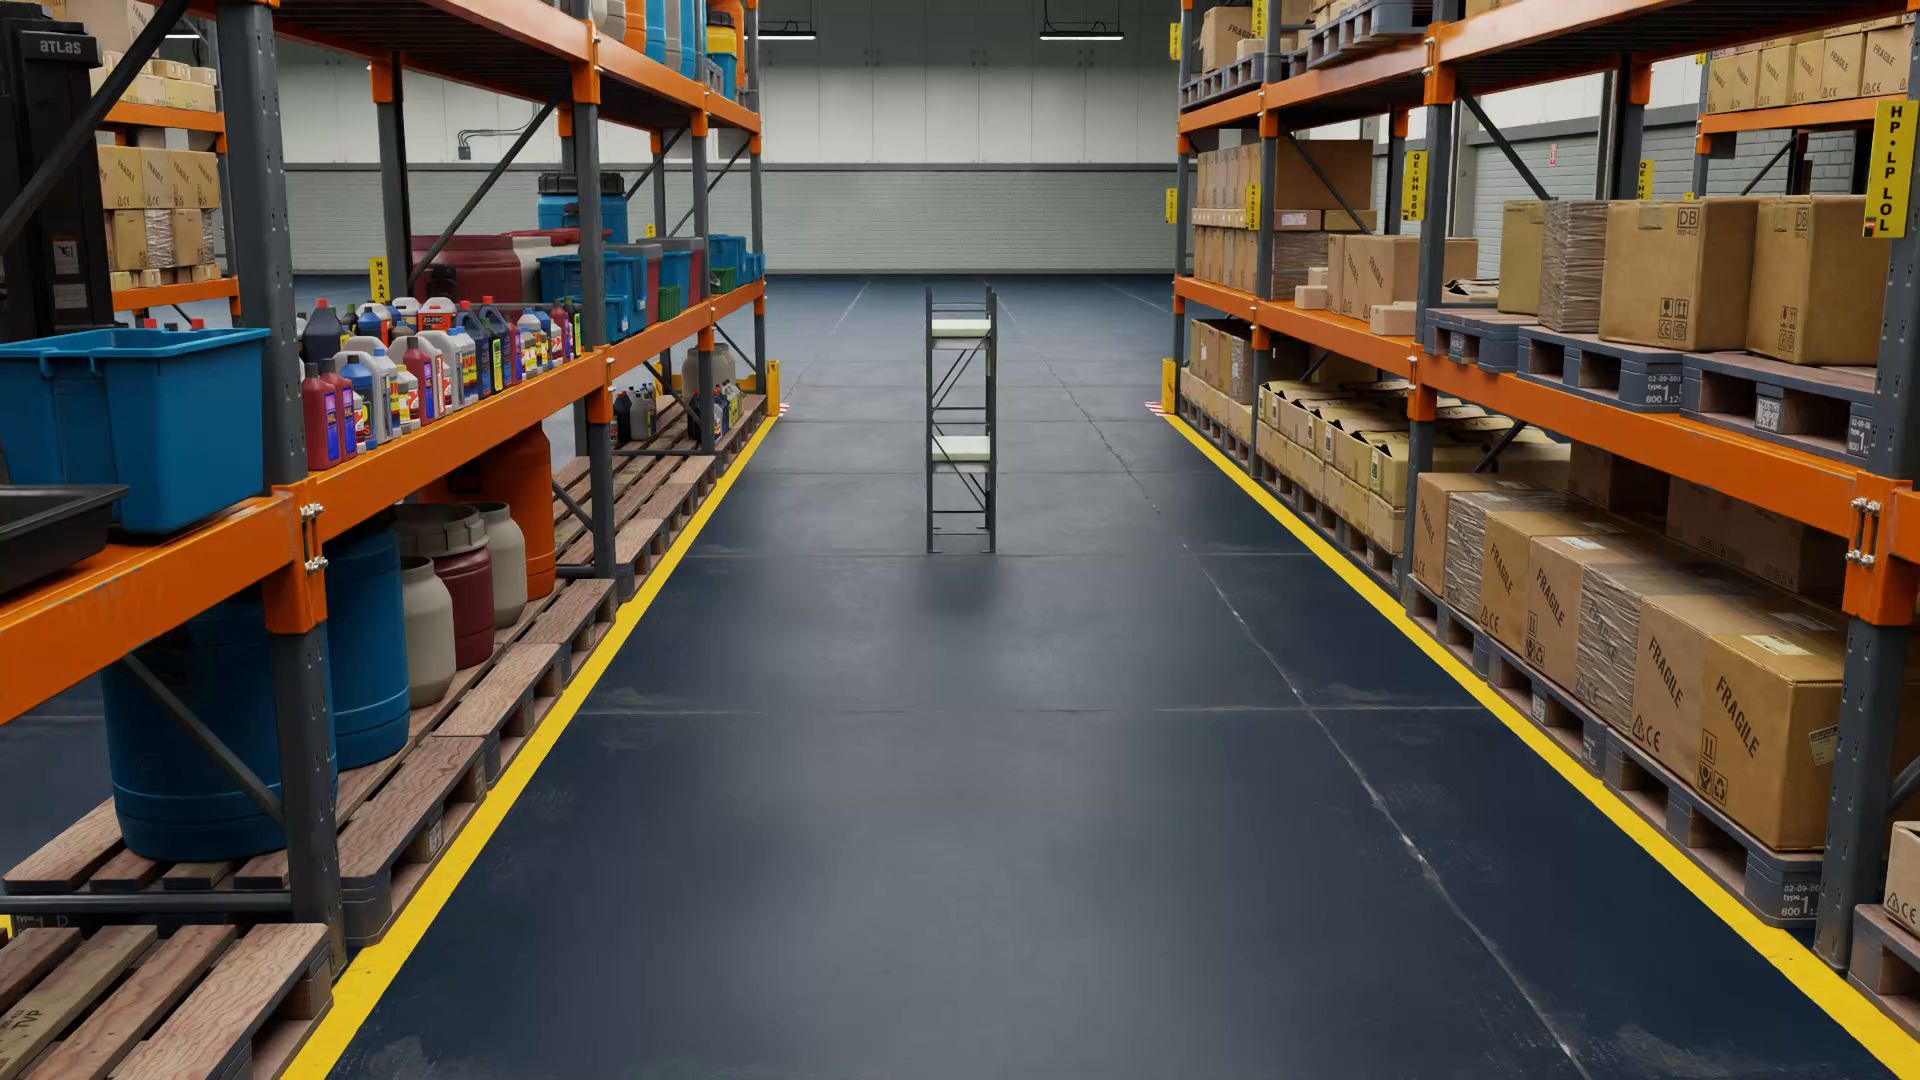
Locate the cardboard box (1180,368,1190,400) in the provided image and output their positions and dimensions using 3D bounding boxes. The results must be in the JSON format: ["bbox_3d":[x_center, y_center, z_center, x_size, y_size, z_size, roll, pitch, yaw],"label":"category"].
[{"bbox_3d":[2.358,-1.473,15.633,0.500,0.250,0.500,0,11,-1],"label":"cardboard box"}]

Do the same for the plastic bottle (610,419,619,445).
[{"bbox_3d":[-2.619,-0.822,12.499,0.097,0.201,0.097,0,11,0],"label":"plastic bottle"}]

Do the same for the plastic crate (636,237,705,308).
[{"bbox_3d":[-1.984,-1.843,11.441,0.402,0.464,0.583,0,11,-1],"label":"plastic crate"}]

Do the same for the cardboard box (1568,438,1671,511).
[{"bbox_3d":[2.994,-0.294,7.256,0.500,0.250,0.500,0,11,1],"label":"cardboard box"}]

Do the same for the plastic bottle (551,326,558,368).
[{"bbox_3d":[-1.792,-0.848,7.193,0.097,0.201,0.097,0,11,0],"label":"plastic bottle"}]

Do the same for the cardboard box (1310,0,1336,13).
[{"bbox_3d":[2.625,-3.774,11.007,0.500,0.500,0.500,0,11,0],"label":"cardboard box"}]

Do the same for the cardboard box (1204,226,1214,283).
[{"bbox_3d":[2.582,-2.574,14.949,0.700,0.500,0.500,0,11,0],"label":"cardboard box"}]

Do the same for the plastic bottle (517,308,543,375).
[{"bbox_3d":[-1.786,-0.824,6.900,0.097,0.271,0.097,0,11,0],"label":"plastic bottle"}]

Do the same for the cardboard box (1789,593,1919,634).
[{"bbox_3d":[3.029,0.470,5.379,0.500,0.500,0.500,0,11,0],"label":"cardboard box"}]

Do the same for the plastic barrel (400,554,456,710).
[{"bbox_3d":[-2.066,0.335,6.064,0.421,0.512,0.421,0,11,0],"label":"plastic barrel"}]

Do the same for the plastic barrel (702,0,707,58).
[{"bbox_3d":[-2.214,-4.027,12.503,0.600,0.901,0.708,0,11,-1],"label":"plastic barrel"}]

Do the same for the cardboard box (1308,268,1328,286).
[{"bbox_3d":[2.706,-1.756,11.545,0.500,0.250,0.500,0,11,2],"label":"cardboard box"}]

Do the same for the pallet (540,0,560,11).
[{"bbox_3d":[-2.300,-2.337,6.965,1.003,0.211,1.213,0,11,-1],"label":"pallet"}]

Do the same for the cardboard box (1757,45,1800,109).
[{"bbox_3d":[7.269,-3.994,14.357,0.500,0.500,0.500,0,11,1],"label":"cardboard box"}]

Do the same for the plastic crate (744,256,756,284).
[{"bbox_3d":[-2.066,-2.402,14.728,0.499,0.251,0.408,0,11,-1],"label":"plastic crate"}]

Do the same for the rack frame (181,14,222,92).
[{"bbox_3d":[-7.335,-5.622,15.138,1.000,3.000,0.127,0,11,-1],"label":"rack frame"}]

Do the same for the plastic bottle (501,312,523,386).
[{"bbox_3d":[-1.759,-0.749,6.500,0.061,0.283,0.133,0,11,-1],"label":"plastic bottle"}]

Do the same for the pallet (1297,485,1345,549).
[{"bbox_3d":[2.735,-0.171,10.370,1.003,0.211,1.213,0,11,-1],"label":"pallet"}]

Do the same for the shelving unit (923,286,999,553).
[{"bbox_3d":[0.000,-0.736,9.917,0.431,1.500,0.755,0,11,-1],"label":"shelving unit"}]

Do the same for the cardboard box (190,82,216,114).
[{"bbox_3d":[-7.071,-3.984,14.984,0.500,0.250,0.500,0,11,0],"label":"cardboard box"}]

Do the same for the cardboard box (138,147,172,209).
[{"bbox_3d":[-7.052,-3.060,14.082,0.500,0.500,0.500,0,11,-1],"label":"cardboard box"}]

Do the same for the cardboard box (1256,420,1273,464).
[{"bbox_3d":[2.413,-0.704,11.843,0.500,0.250,0.500,-1,11,-3],"label":"cardboard box"}]

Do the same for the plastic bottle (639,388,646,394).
[{"bbox_3d":[-2.648,-1.131,13.845,0.097,0.271,0.097,0,11,0],"label":"plastic bottle"}]

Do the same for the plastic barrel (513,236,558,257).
[{"bbox_3d":[-2.461,-1.454,9.401,0.421,0.512,0.421,0,11,0],"label":"plastic barrel"}]

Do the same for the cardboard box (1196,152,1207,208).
[{"bbox_3d":[2.567,-3.303,15.283,0.700,0.500,0.500,0,11,-1],"label":"cardboard box"}]

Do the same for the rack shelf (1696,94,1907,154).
[{"bbox_3d":[7.563,-3.463,13.849,1.077,0.370,4.000,0,11,-1],"label":"rack shelf"}]

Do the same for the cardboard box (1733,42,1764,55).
[{"bbox_3d":[7.247,-4.584,14.751,0.500,0.500,0.500,0,11,-2],"label":"cardboard box"}]

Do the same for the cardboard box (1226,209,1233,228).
[{"bbox_3d":[2.399,-2.652,13.704,0.380,0.149,0.250,0,11,1],"label":"cardboard box"}]

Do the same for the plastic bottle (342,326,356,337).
[{"bbox_3d":[-2.544,-0.786,6.887,0.097,0.201,0.097,0,11,0],"label":"plastic bottle"}]

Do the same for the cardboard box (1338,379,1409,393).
[{"bbox_3d":[2.947,-0.980,11.797,0.500,0.311,0.500,0,11,-1],"label":"cardboard box"}]

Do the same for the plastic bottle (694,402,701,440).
[{"bbox_3d":[-2.009,-0.920,12.776,0.061,0.283,0.133,0,11,-1],"label":"plastic bottle"}]

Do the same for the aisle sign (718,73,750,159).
[{"bbox_3d":[-2.087,-3.992,15.653,0.394,0.787,0.004,0,11,-1],"label":"aisle sign"}]

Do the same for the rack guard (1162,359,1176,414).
[{"bbox_3d":[2.569,-1.502,16.203,1.175,0.500,0.348,0,11,-1],"label":"rack guard"}]

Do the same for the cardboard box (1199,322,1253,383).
[{"bbox_3d":[2.394,-1.641,14.579,0.500,0.500,0.500,0,11,-1],"label":"cardboard box"}]

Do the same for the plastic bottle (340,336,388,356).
[{"bbox_3d":[-1.935,-0.533,5.454,0.152,0.276,0.135,0,11,-1],"label":"plastic bottle"}]

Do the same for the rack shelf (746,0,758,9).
[{"bbox_3d":[-2.342,-4.696,13.390,1.077,0.370,4.000,0,11,-1],"label":"rack shelf"}]

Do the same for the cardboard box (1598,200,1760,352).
[{"bbox_3d":[2.719,-0.942,5.851,0.700,0.500,0.500,-3,12,-16],"label":"cardboard box"}]

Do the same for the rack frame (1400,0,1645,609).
[{"bbox_3d":[2.735,-1.132,8.092,1.000,3.000,0.127,0,11,-1],"label":"rack frame"}]

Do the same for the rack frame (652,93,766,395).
[{"bbox_3d":[-2.383,-2.702,15.834,1.000,3.000,0.127,0,11,-1],"label":"rack frame"}]

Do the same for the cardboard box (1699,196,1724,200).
[{"bbox_3d":[7.231,-2.951,15.500,0.500,0.500,0.500,0,11,-1],"label":"cardboard box"}]

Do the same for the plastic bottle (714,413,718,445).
[{"bbox_3d":[-1.869,-0.851,12.464,0.097,0.271,0.097,0,11,0],"label":"plastic bottle"}]

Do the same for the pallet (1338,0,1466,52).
[{"bbox_3d":[2.631,-2.644,8.476,1.213,0.211,1.003,0,11,1],"label":"pallet"}]

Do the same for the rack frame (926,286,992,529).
[{"bbox_3d":[-0.008,-0.809,10.275,0.400,1.500,0.023,0,11,-1],"label":"rack frame"}]

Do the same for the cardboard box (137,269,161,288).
[{"bbox_3d":[-6.986,-2.205,14.016,0.380,0.149,0.250,0,11,-1],"label":"cardboard box"}]

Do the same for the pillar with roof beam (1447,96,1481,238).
[{"bbox_3d":[3.849,-7.915,26.441,9.100,9.000,0.400,0,11,-1],"label":"pillar with roof beam"}]

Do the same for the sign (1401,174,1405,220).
[{"bbox_3d":[3.194,-2.460,11.925,0.100,0.325,0.005,0,11,-1],"label":"sign"}]

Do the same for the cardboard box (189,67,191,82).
[{"bbox_3d":[-7.129,-4.168,14.888,0.380,0.149,0.250,-1,11,-3],"label":"cardboard box"}]

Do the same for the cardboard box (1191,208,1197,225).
[{"bbox_3d":[2.362,-3.010,15.468,0.380,0.149,0.250,0,11,-2],"label":"cardboard box"}]

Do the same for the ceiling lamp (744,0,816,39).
[{"bbox_3d":[-4.437,-13.553,39.549,2.000,3.185,0.800,0,11,-1],"label":"ceiling lamp"}]

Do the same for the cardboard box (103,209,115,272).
[{"bbox_3d":[-7.286,-2.370,13.196,0.875,0.500,0.500,0,11,-1],"label":"cardboard box"}]

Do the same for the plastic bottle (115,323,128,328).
[{"bbox_3d":[-2.481,-0.474,4.975,0.144,0.351,0.185,0,11,-1],"label":"plastic bottle"}]

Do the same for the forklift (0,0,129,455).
[{"bbox_3d":[-5.018,-1.100,8.108,3.031,2.935,1.130,-11,16,-44],"label":"forklift"}]

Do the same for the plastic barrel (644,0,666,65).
[{"bbox_3d":[-2.046,-3.263,9.791,0.600,0.901,0.708,0,11,-1],"label":"plastic barrel"}]

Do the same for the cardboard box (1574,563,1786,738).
[{"bbox_3d":[2.509,0.378,5.832,0.500,0.500,0.500,0,11,0],"label":"cardboard box"}]

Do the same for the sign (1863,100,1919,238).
[{"bbox_3d":[2.263,-0.901,4.043,0.100,0.325,0.005,0,11,-1],"label":"sign"}]

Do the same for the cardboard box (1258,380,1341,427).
[{"bbox_3d":[2.412,-0.977,11.778,0.500,0.311,0.500,0,11,-1],"label":"cardboard box"}]

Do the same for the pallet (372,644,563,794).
[{"bbox_3d":[-2.137,0.653,6.309,1.003,0.211,1.213,0,11,-1],"label":"pallet"}]

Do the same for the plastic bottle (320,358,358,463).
[{"bbox_3d":[-1.719,-0.361,4.587,0.061,0.283,0.133,0,11,-1],"label":"plastic bottle"}]
